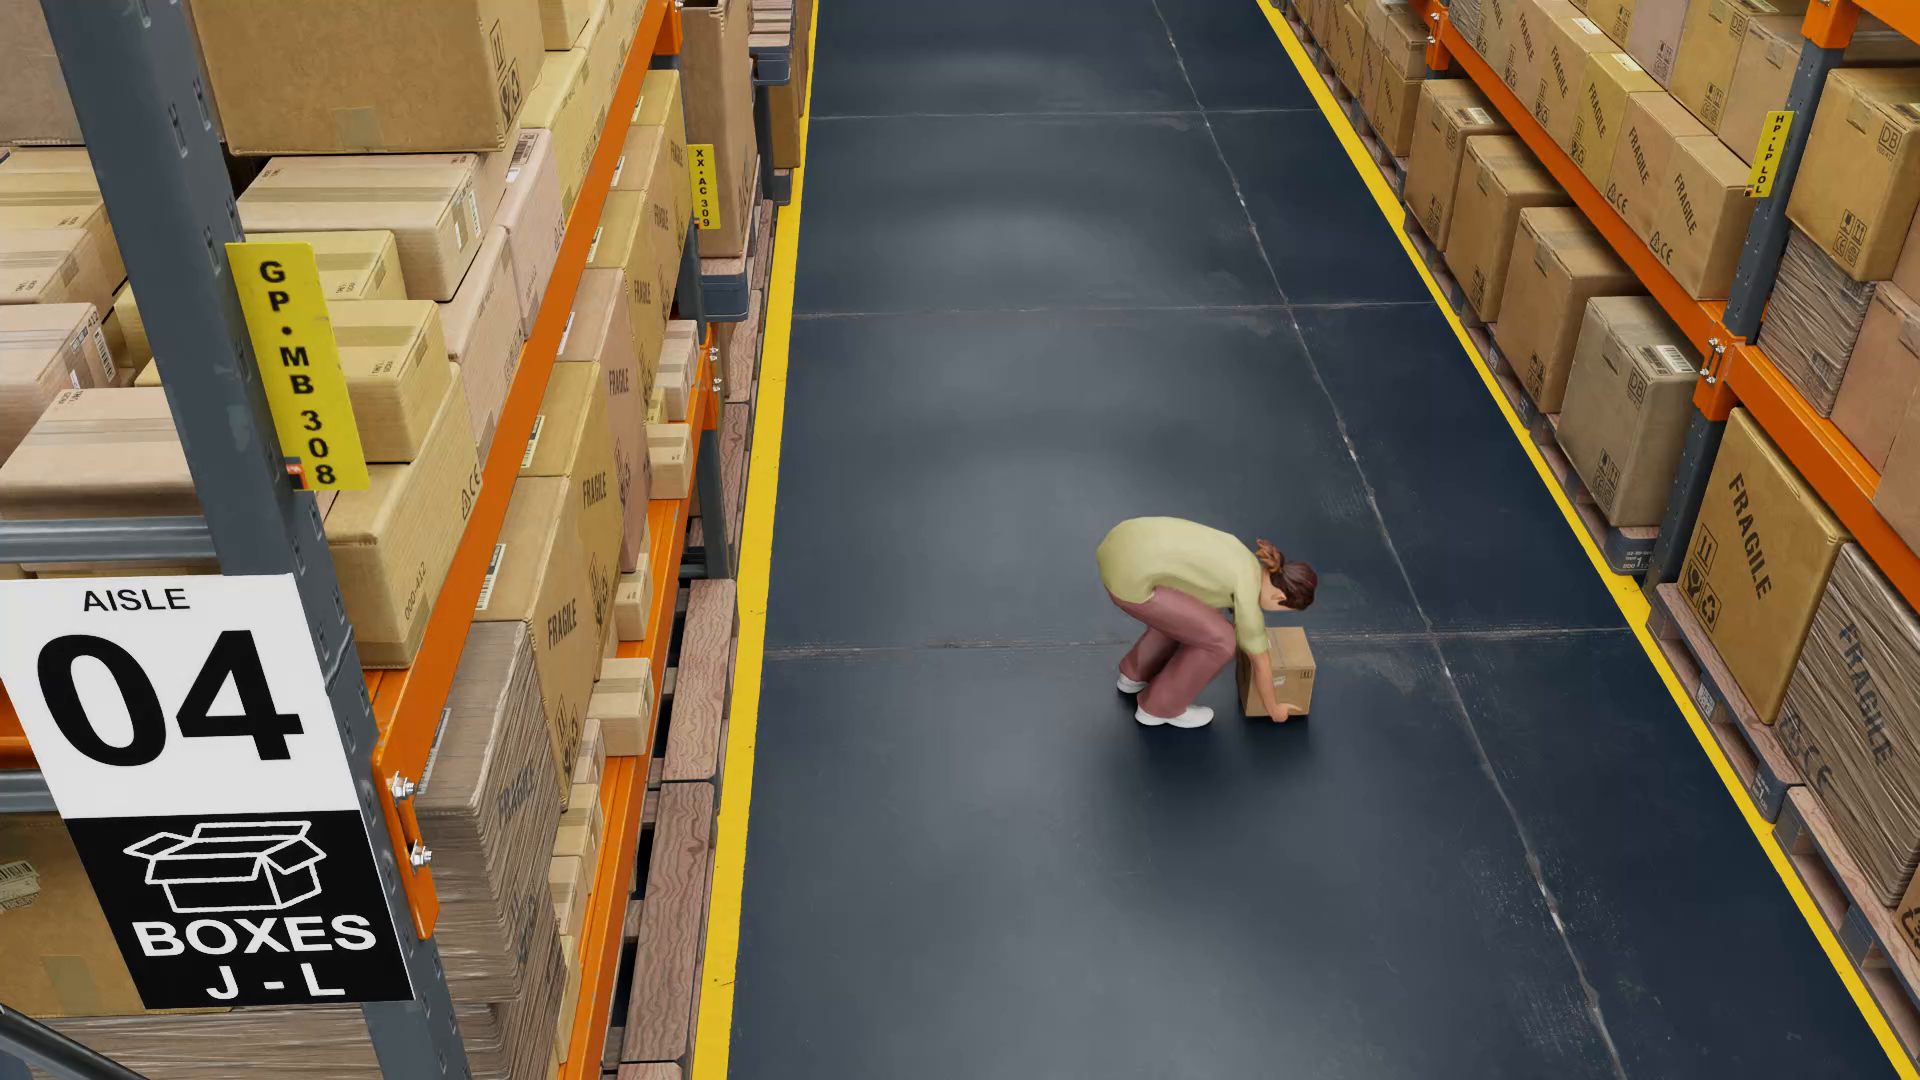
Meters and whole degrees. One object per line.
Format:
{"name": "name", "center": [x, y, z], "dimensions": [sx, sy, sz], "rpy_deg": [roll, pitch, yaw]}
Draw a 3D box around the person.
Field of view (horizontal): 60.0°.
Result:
{"name": "person", "center": [0.941, 0.295, 6.430], "dimensions": [0.848, 0.864, 0.468], "rpy_deg": [-3, 35, -4]}
